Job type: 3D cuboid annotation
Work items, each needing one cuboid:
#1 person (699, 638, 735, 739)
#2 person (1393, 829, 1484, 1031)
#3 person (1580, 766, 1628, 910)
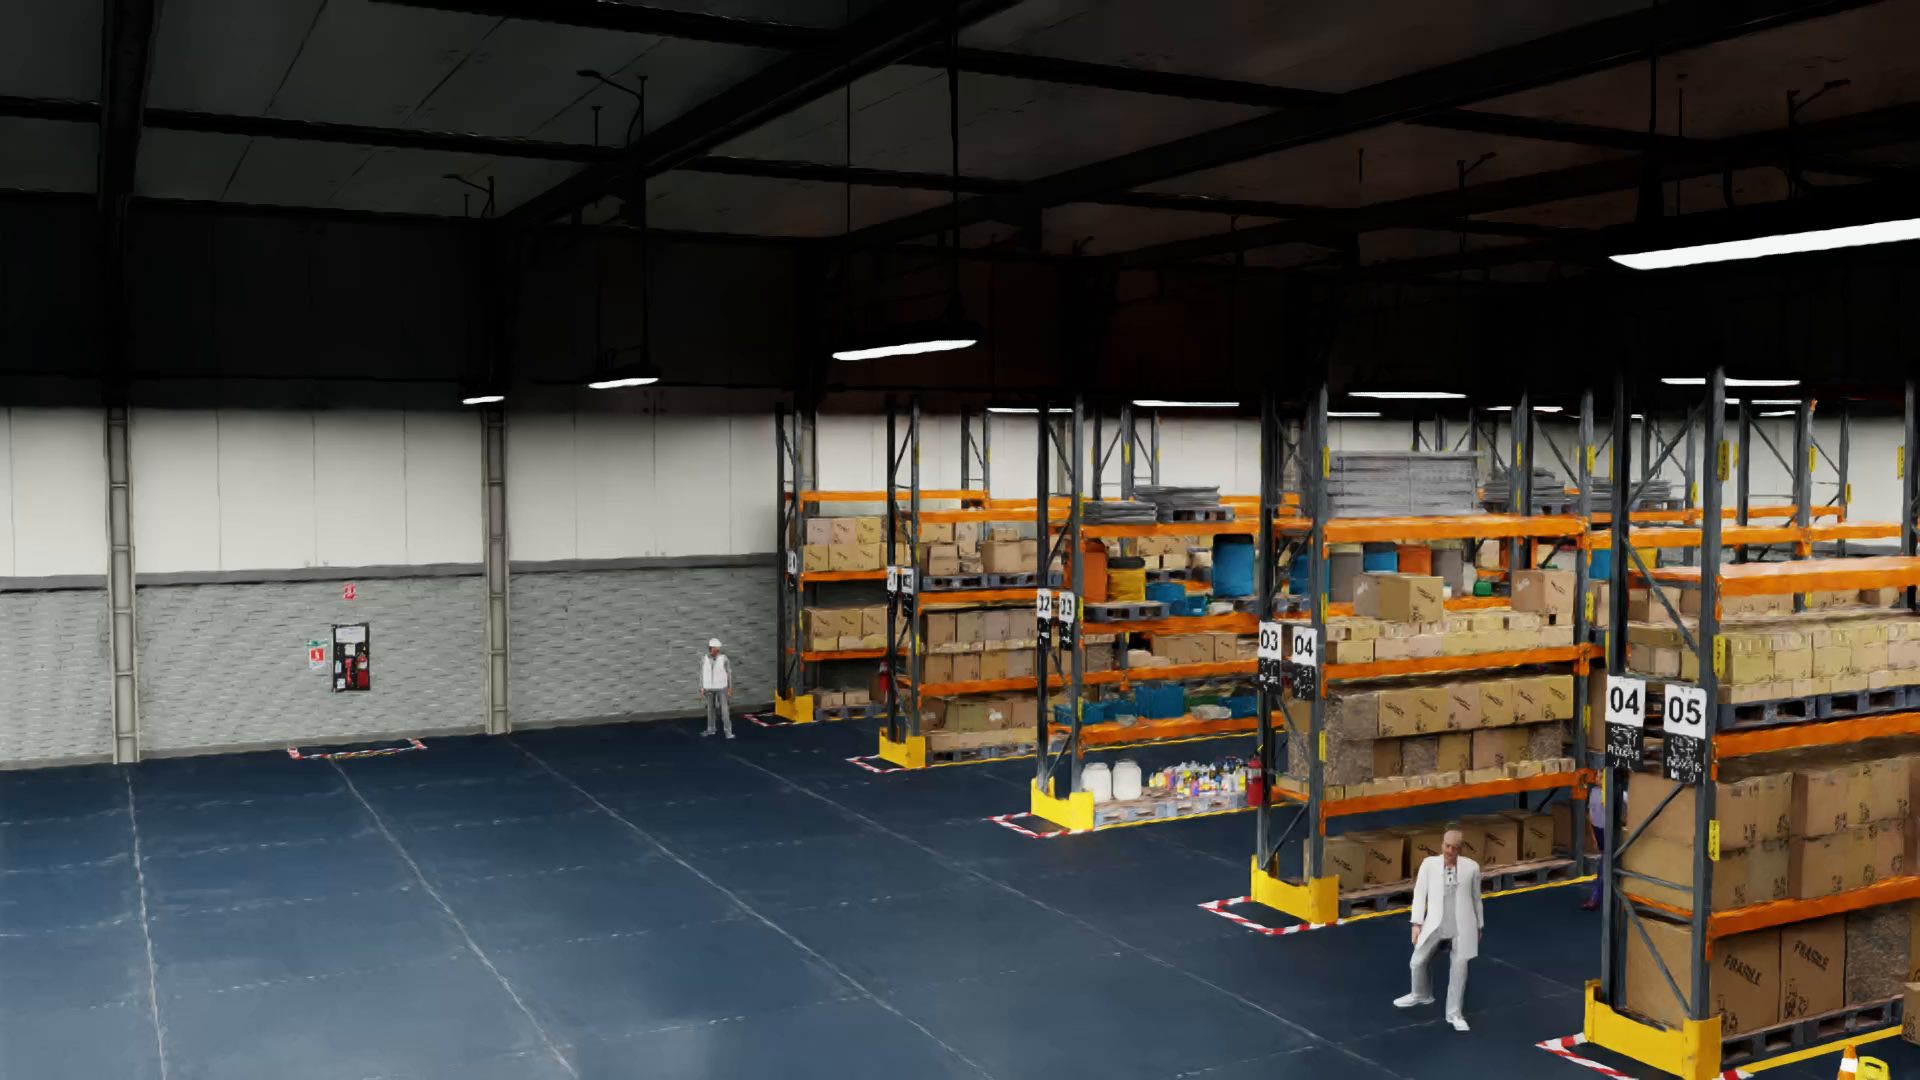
[{"bbox_3d":[-4.287,2.605,29.382,0.723,1.767,0.528,0,3,6],"label":"person"},{"bbox_3d":[4.277,3.437,14.886,0.792,1.771,0.546,1,3,22],"label":"person"},{"bbox_3d":[7.269,3.309,18.684,1.090,1.567,0.479,-2,4,-25],"label":"person"}]
